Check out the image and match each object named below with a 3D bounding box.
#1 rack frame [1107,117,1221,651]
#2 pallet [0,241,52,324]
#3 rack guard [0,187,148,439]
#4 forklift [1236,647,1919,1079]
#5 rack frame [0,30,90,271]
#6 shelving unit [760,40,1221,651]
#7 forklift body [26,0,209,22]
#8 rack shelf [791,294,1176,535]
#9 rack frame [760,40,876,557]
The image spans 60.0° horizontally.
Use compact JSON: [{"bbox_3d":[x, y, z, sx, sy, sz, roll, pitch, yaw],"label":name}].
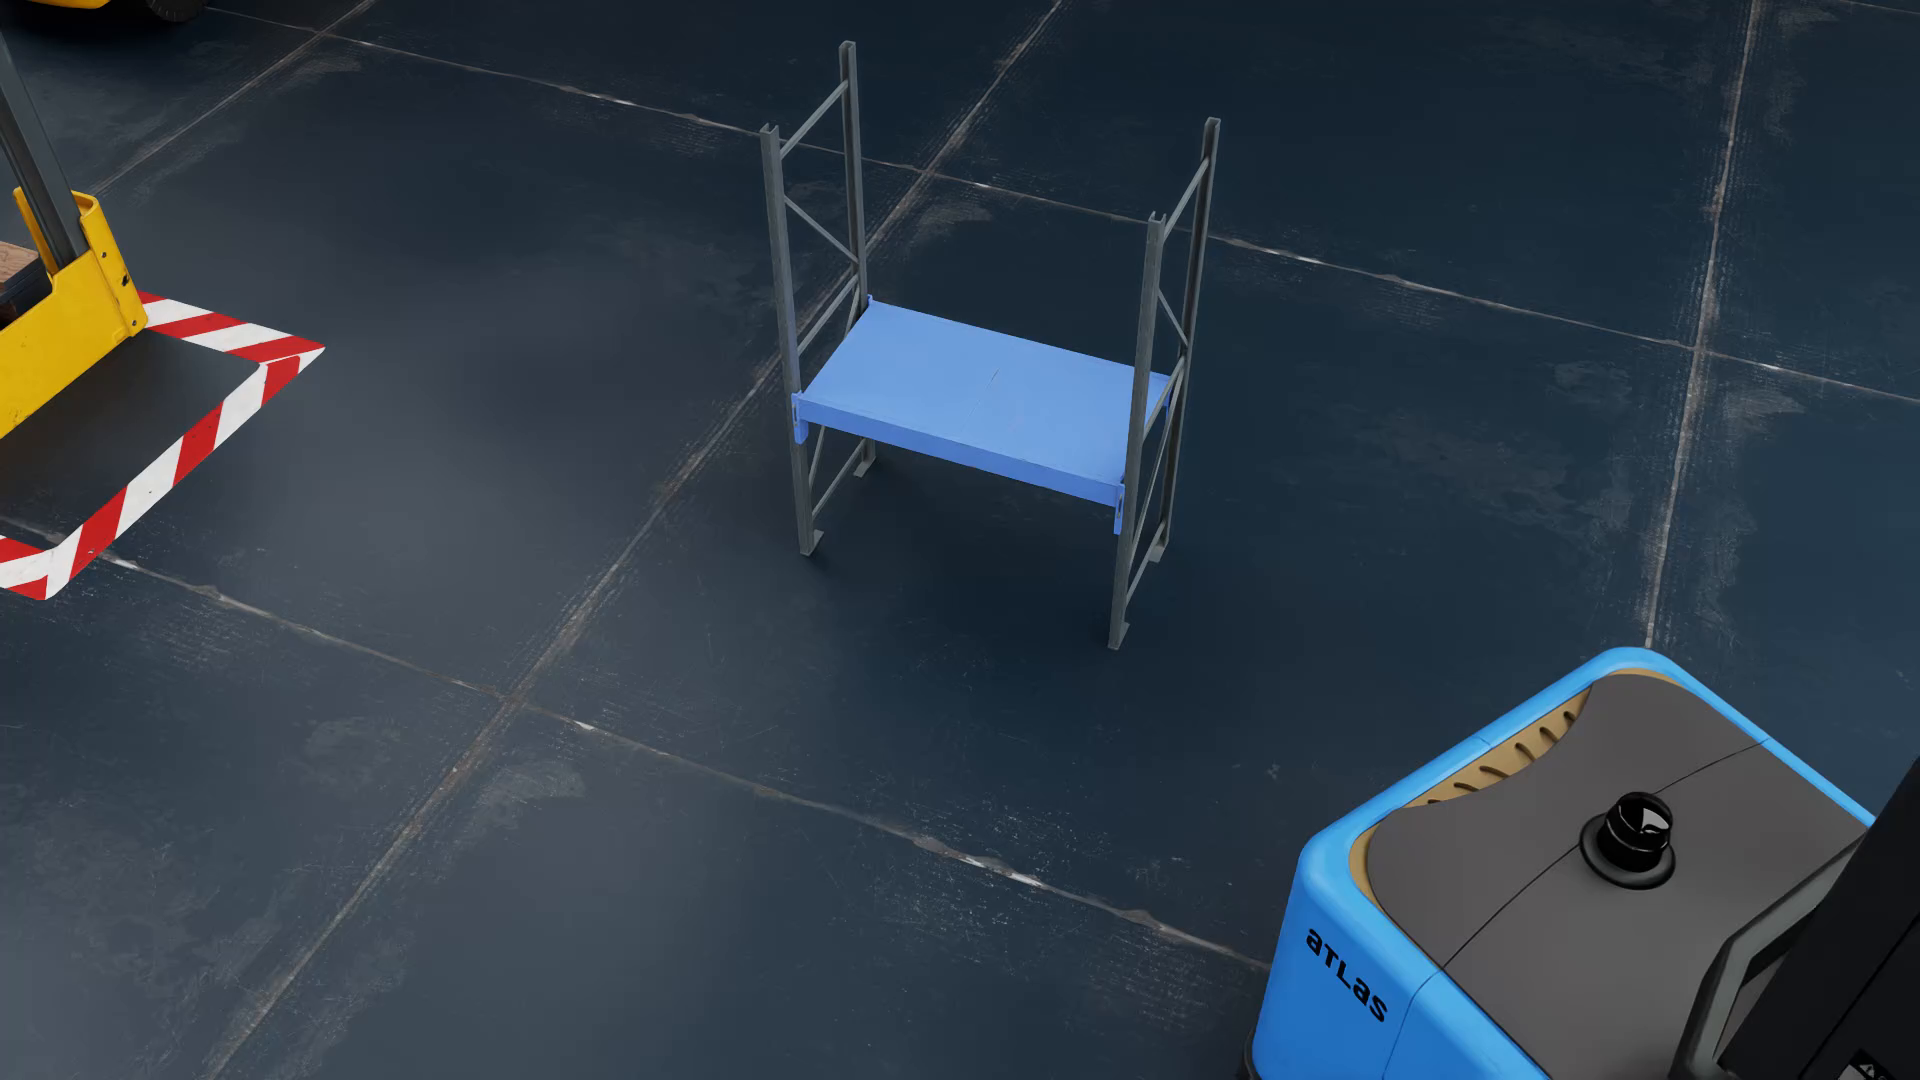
[{"bbox_3d":[0.548,-0.370,4.559,0.032,1.500,0.500,16,47,16],"label":"rack frame"},{"bbox_3d":[-4.052,-0.797,5.901,1.213,0.211,1.003,16,47,16],"label":"pallet"},{"bbox_3d":[-3.316,-0.656,5.555,0.348,0.500,1.175,16,47,16],"label":"rack guard"},{"bbox_3d":[1.873,0.974,2.193,1.130,2.935,3.031,-26,50,-24],"label":"forklift"},{"bbox_3d":[-3.246,-1.521,4.652,0.127,3.000,1.000,16,47,16],"label":"rack frame"},{"bbox_3d":[0.079,-0.508,4.698,1.048,1.500,0.538,16,47,16],"label":"shelving unit"},{"bbox_3d":[-3.790,-3.780,7.524,1.214,2.155,2.313,16,47,16],"label":"forklift body"},{"bbox_3d":[0.079,-0.381,4.825,1.000,0.185,0.538,16,47,16],"label":"rack shelf"},{"bbox_3d":[-0.390,-0.647,4.836,0.032,1.500,0.500,16,47,16],"label":"rack frame"}]
